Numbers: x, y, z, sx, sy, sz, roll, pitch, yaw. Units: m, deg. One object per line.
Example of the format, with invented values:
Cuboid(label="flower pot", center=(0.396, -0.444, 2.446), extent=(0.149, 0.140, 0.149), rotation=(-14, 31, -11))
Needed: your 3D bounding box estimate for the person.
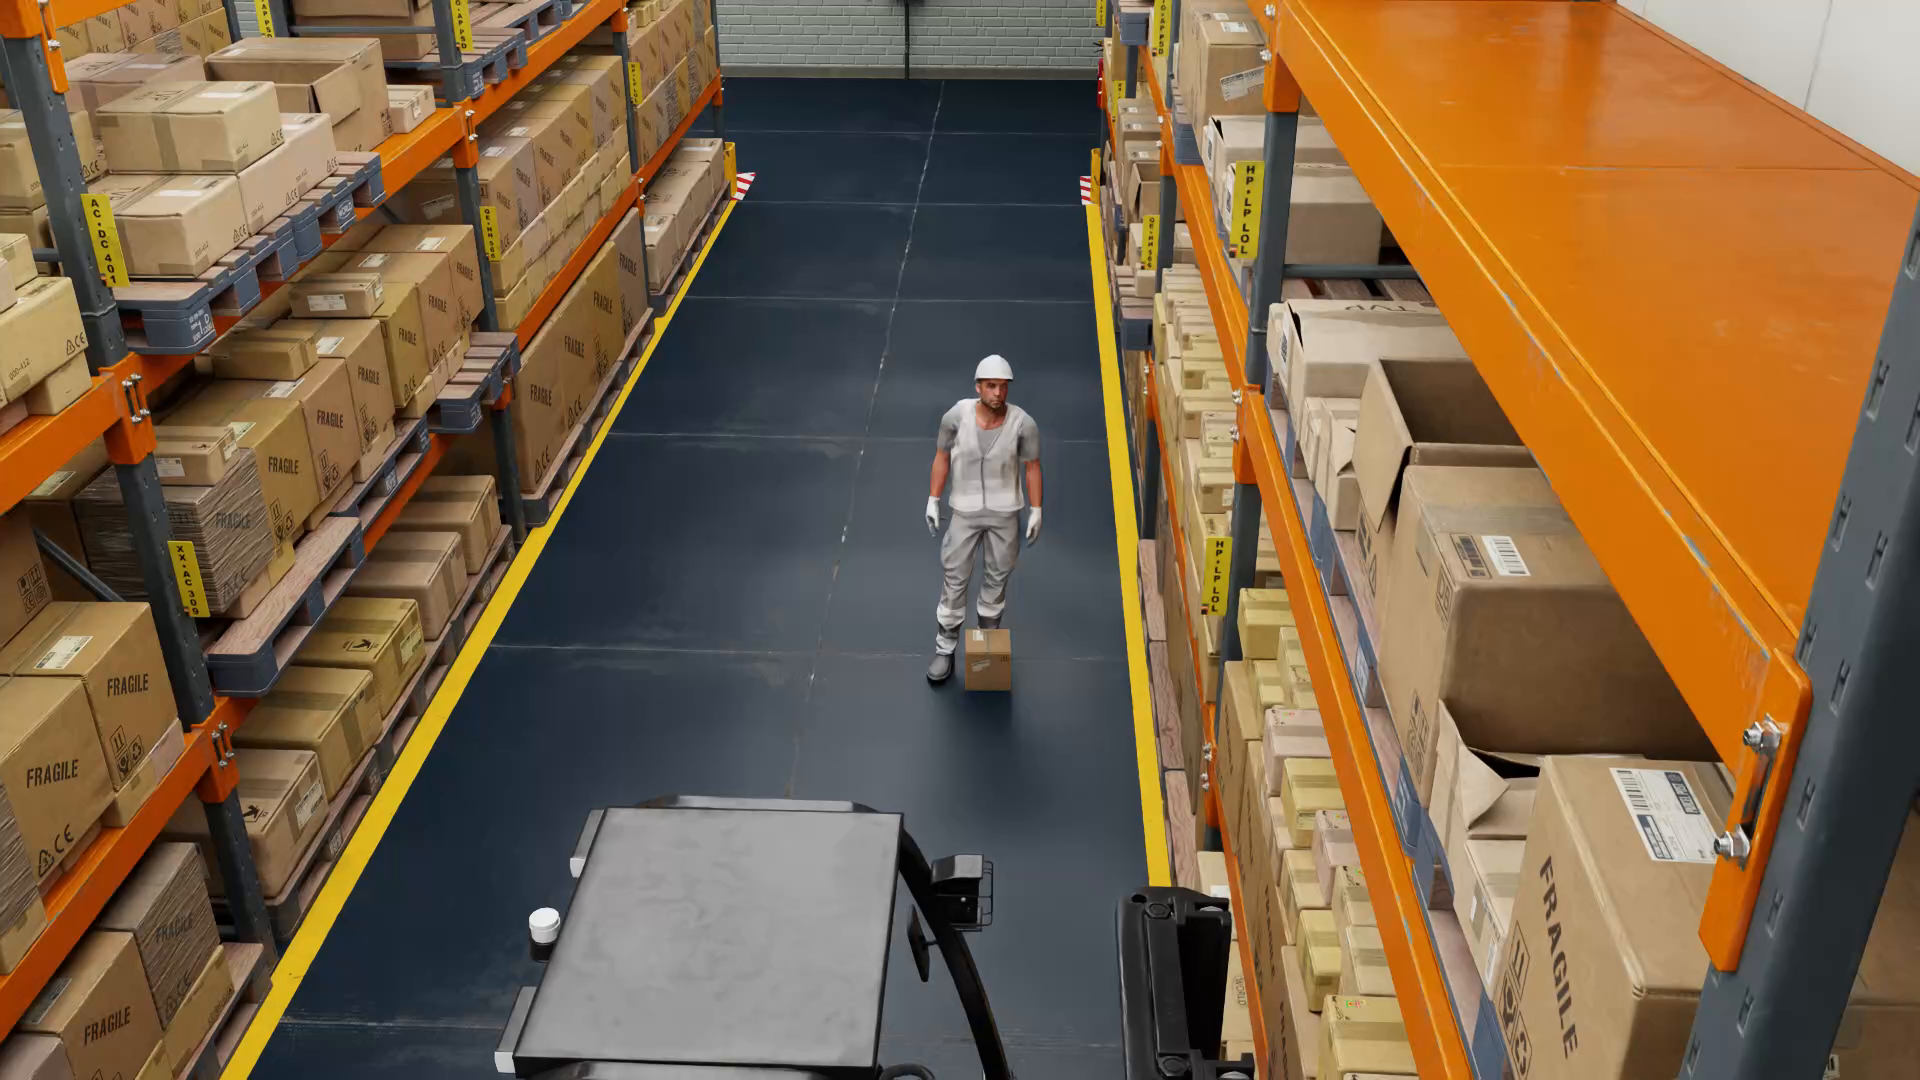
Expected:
Cuboid(label="person", center=(0.128, -0.113, 9.025), extent=(0.637, 1.790, 0.559), rotation=(1, 28, 2))
